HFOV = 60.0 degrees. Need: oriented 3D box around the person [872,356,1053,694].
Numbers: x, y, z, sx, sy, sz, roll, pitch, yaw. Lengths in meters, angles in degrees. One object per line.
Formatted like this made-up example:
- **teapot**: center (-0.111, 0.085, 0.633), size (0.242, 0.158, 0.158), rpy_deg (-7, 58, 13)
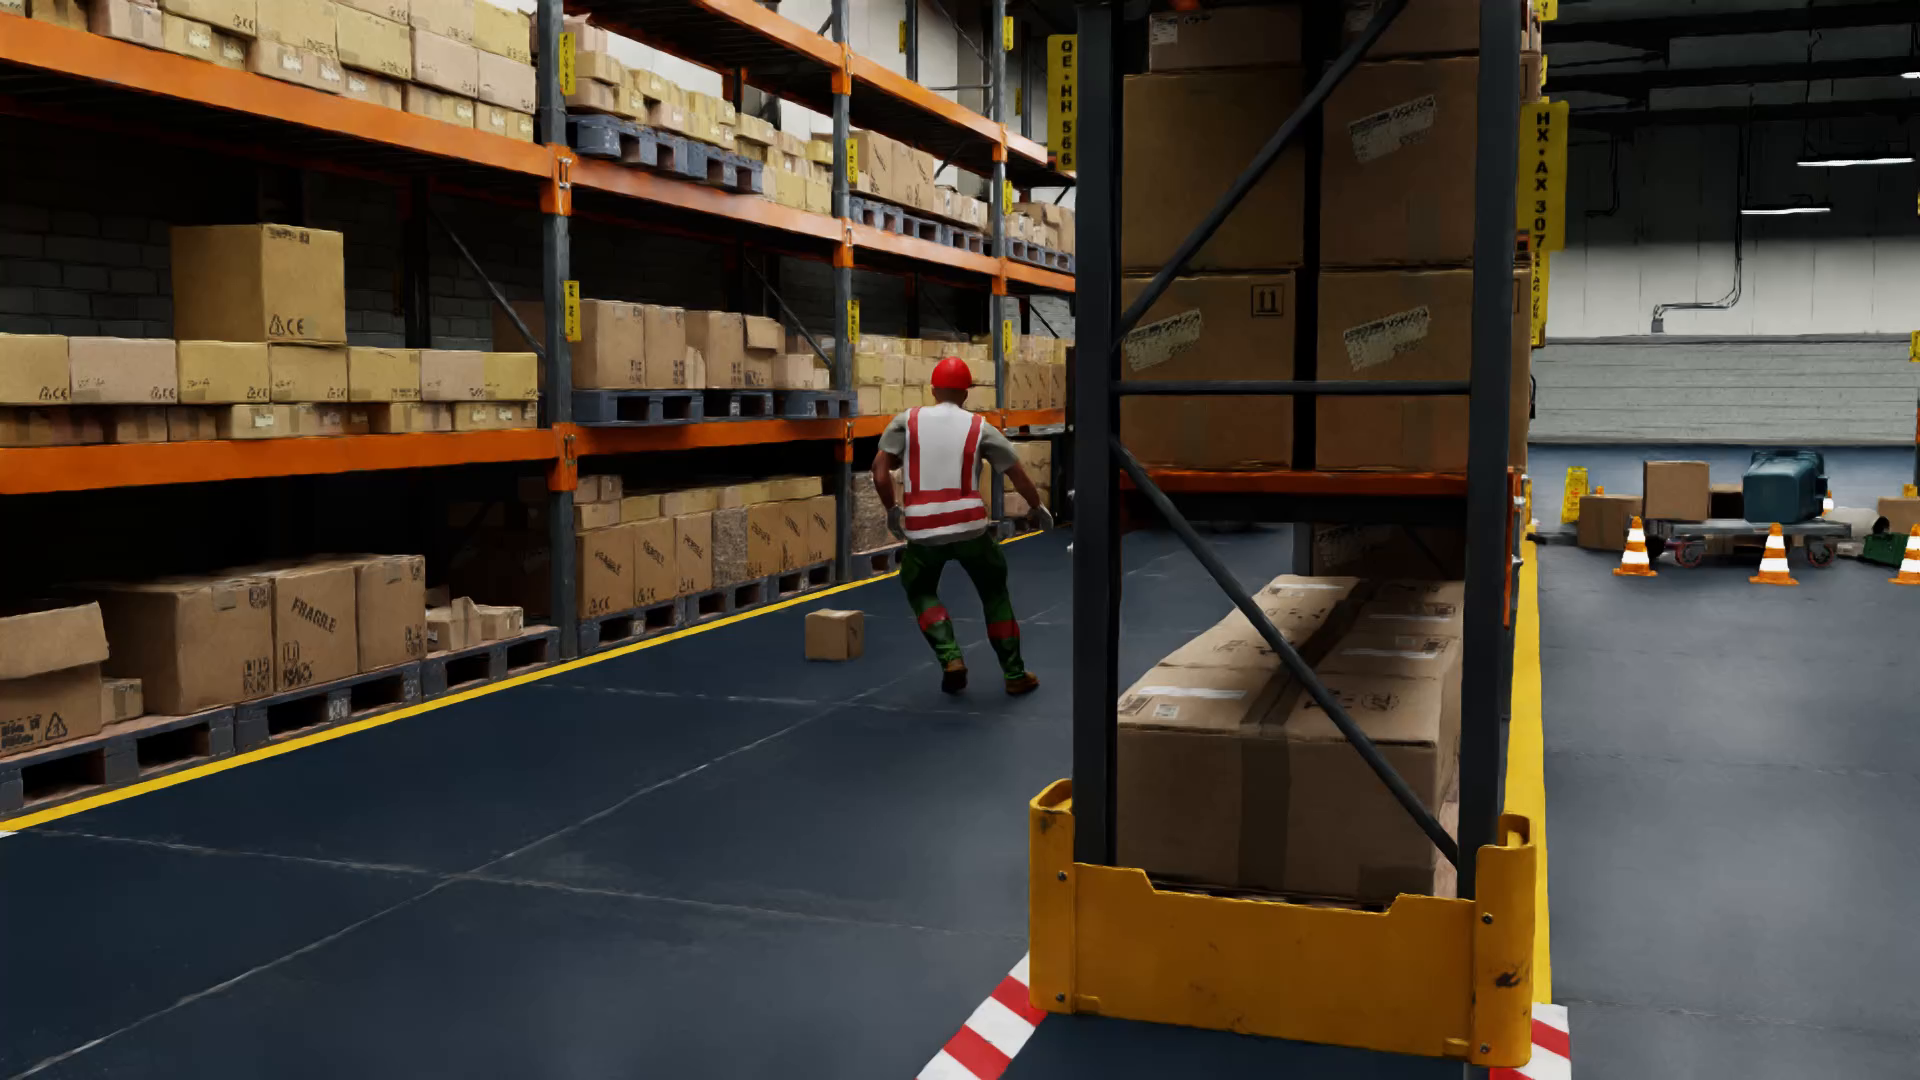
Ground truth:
- **person**: center (0.024, -0.065, 8.203), size (0.923, 1.679, 0.496), rpy_deg (-1, 5, -6)
